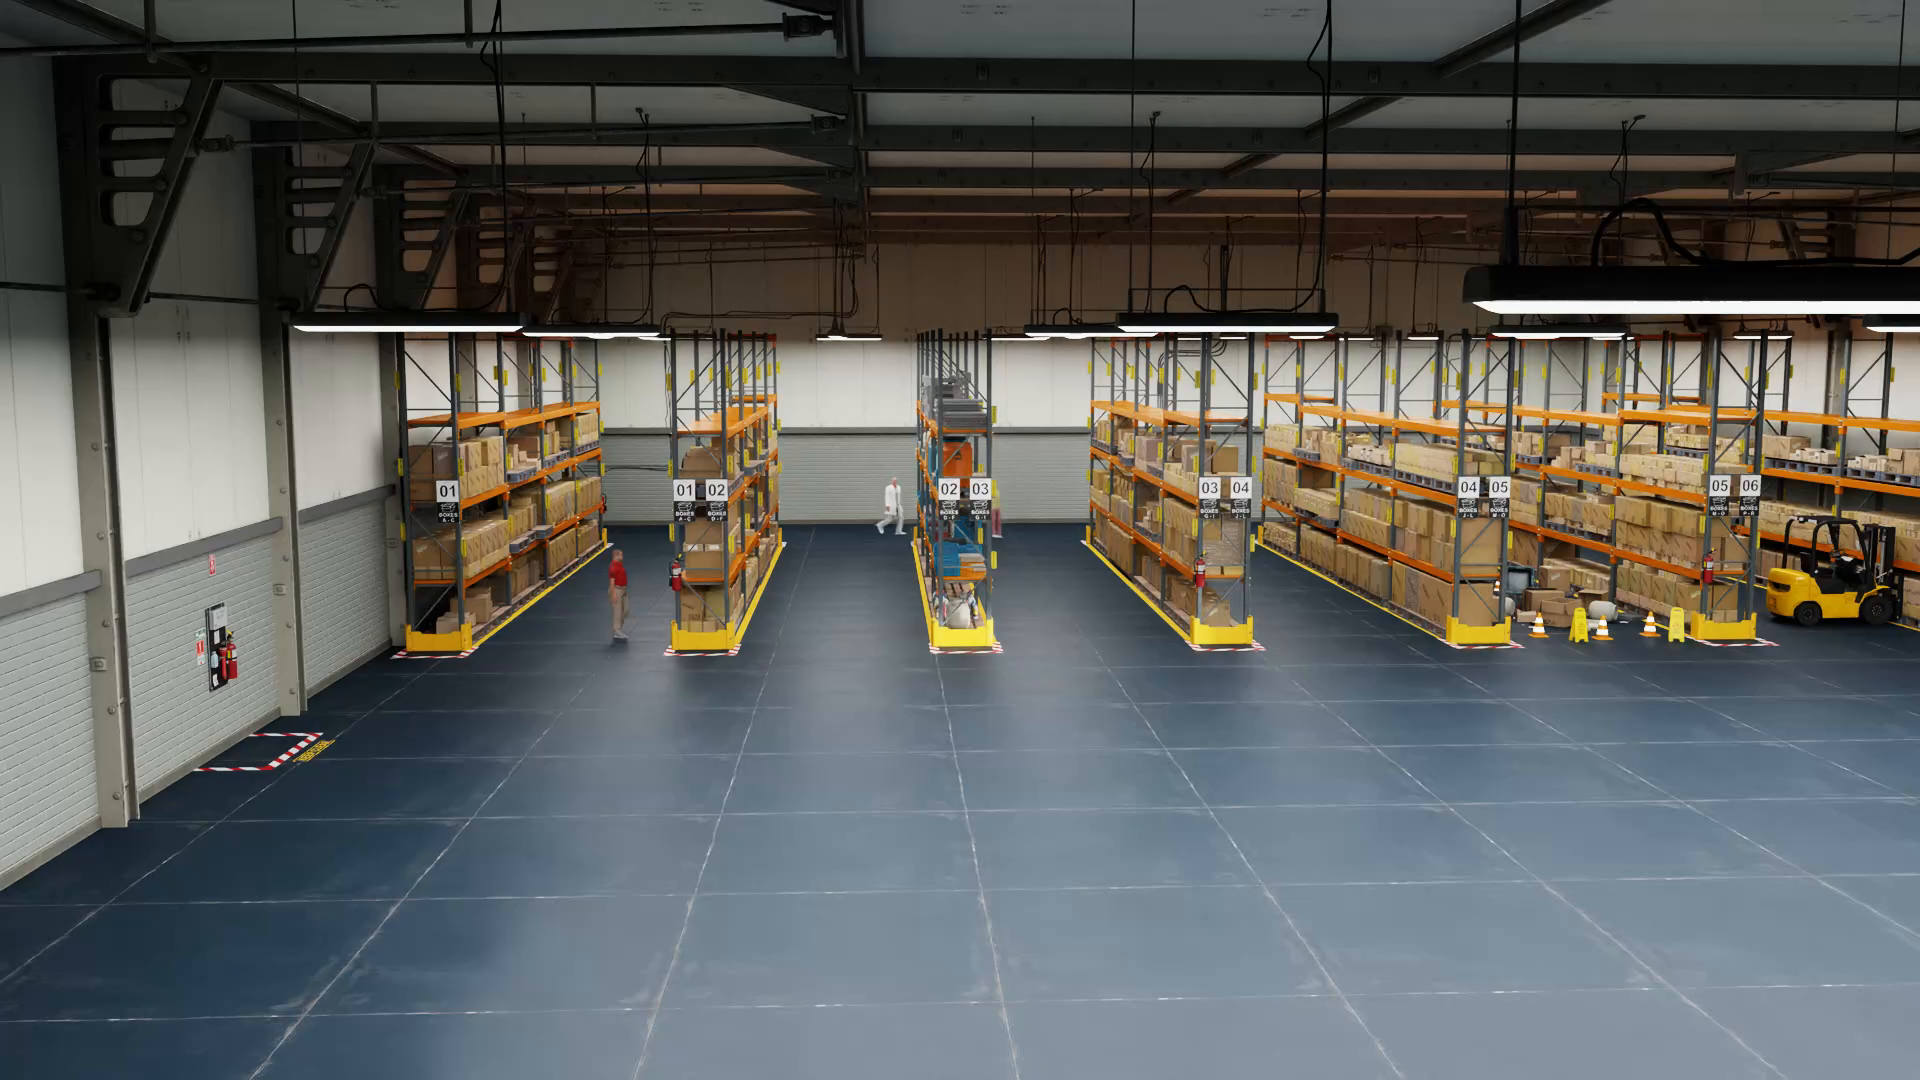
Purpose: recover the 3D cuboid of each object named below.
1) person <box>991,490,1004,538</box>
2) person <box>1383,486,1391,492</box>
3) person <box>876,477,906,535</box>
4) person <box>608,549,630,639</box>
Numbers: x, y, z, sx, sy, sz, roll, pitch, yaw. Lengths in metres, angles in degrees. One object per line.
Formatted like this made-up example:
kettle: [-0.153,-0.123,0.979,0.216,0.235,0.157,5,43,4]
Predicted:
person: [1.033,-0.892,49.227,0.465,1.705,0.486,-5,8,-36]
person: [12.019,-0.654,47.013,0.511,1.820,0.620,0,7,-1]
person: [-2.028,-1.022,49.782,0.935,1.739,0.643,4,8,31]
person: [-6.682,1.053,32.540,0.491,1.756,0.605,2,7,13]
